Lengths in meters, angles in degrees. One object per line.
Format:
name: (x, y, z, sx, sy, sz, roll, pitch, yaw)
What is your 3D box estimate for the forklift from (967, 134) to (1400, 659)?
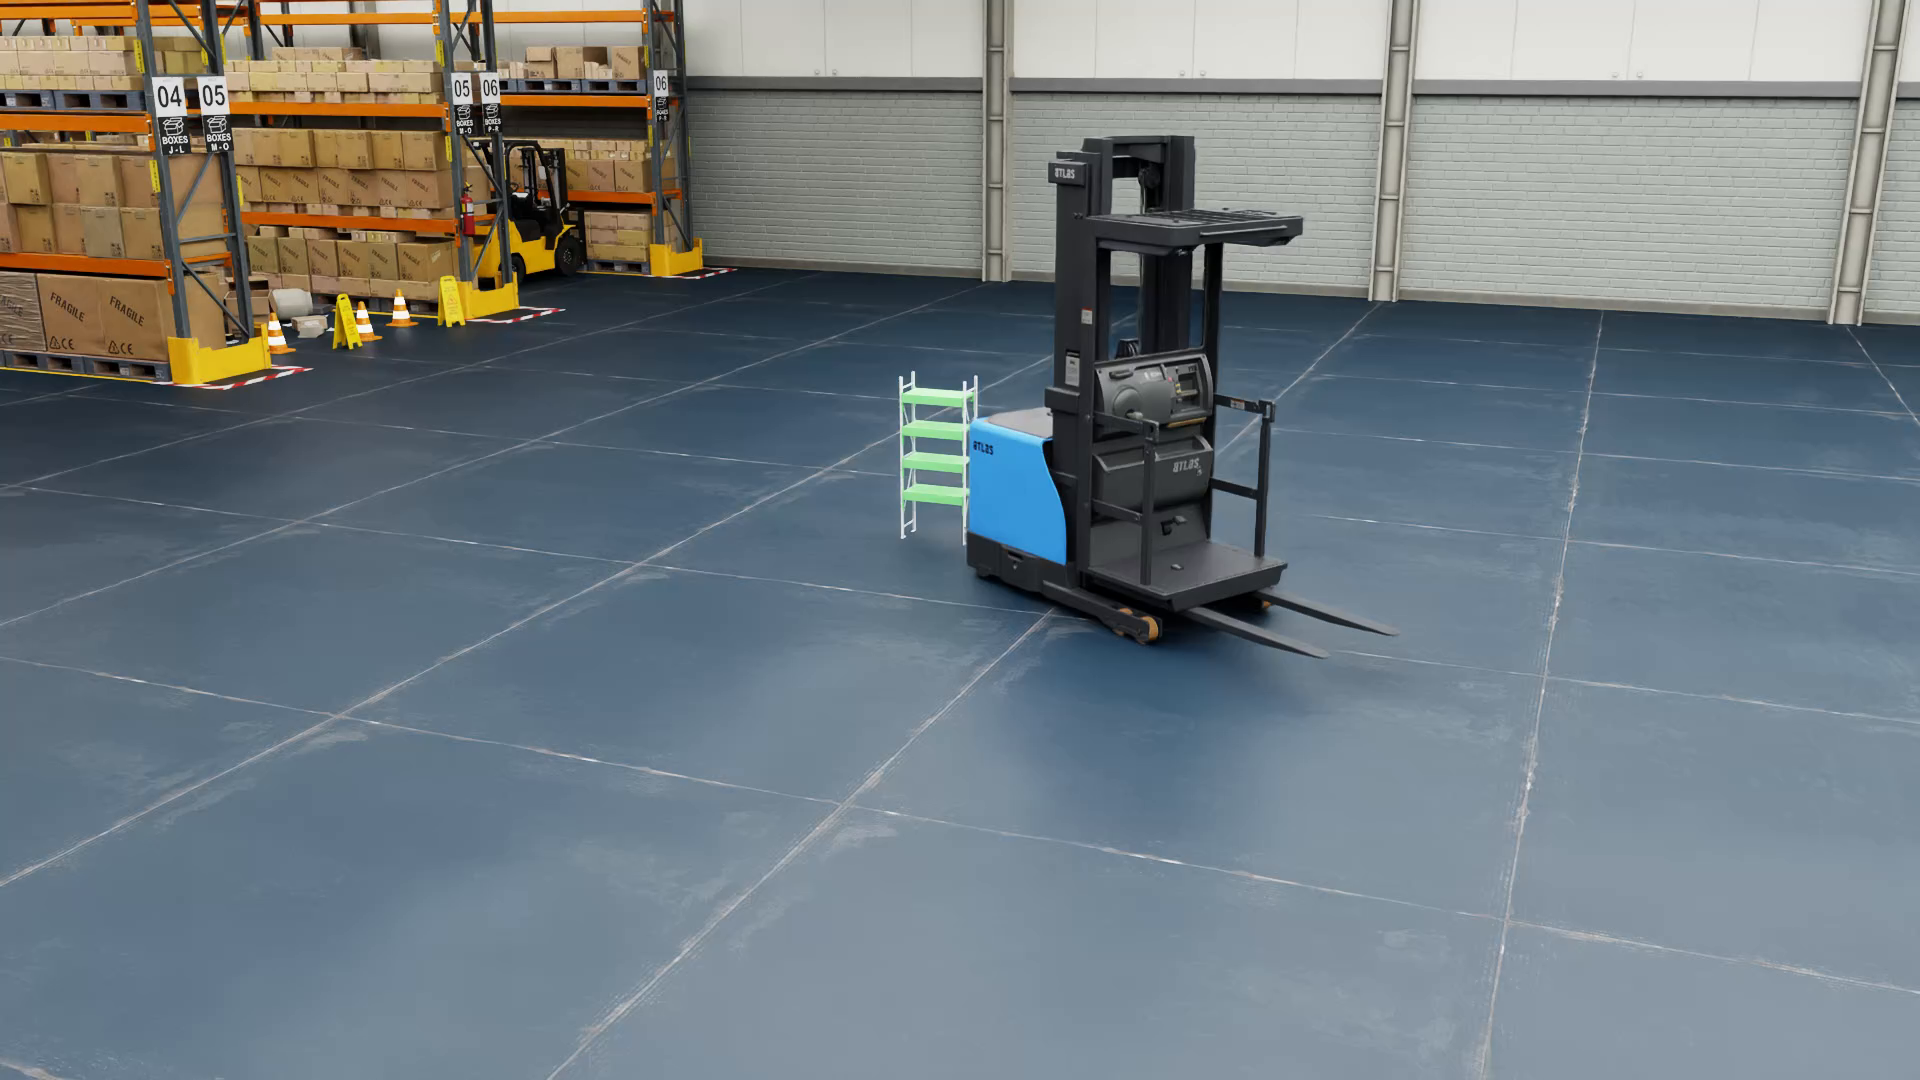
forklift: (1.342, -0.937, 10.145, 1.130, 2.935, 3.031, -12, 20, -36)

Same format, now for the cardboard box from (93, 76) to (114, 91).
cardboard box: (-8.887, -4.822, 17.542, 0.250, 0.149, 0.380, 6, 17, 21)

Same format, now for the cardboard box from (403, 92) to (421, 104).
cardboard box: (-7.175, -5.875, 22.102, 0.250, 0.149, 0.380, 6, 17, 21)

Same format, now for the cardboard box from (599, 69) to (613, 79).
cardboard box: (-5.561, -7.438, 26.552, 0.250, 0.149, 0.380, 6, 17, 19)

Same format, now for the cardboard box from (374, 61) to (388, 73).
cardboard box: (-7.607, -6.333, 22.247, 0.250, 0.149, 0.380, 6, 17, 21)

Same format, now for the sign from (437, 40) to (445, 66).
sign: (-6.719, -6.299, 21.521, 0.005, 0.325, 0.100, 6, 17, 21)

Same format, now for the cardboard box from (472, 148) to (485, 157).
cardboard box: (-7.958, -6.504, 27.855, 0.250, 0.149, 0.380, 7, 17, 22)

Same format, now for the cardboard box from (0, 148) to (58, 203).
cardboard box: (-10.603, -4.117, 18.768, 0.550, 0.550, 0.875, 6, 17, 21)

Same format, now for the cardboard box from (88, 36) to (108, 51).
cardboard box: (-8.889, -5.205, 17.431, 0.250, 0.149, 0.380, 6, 17, 21)

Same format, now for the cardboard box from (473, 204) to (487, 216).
cardboard box: (-6.737, -4.542, 22.891, 0.250, 0.149, 0.380, 6, 17, 21)

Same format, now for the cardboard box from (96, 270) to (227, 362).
cardboard box: (-8.874, -2.514, 18.511, 0.875, 0.875, 0.875, 6, 17, 21)

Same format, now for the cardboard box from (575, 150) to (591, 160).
cardboard box: (-6.064, -6.289, 27.114, 0.250, 0.149, 0.380, 6, 17, 19)

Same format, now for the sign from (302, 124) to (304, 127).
sign: (-11.920, -7.381, 30.142, 0.005, 0.325, 0.100, 6, 17, 21)

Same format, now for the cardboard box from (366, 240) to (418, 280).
cardboard box: (-7.824, -3.883, 23.002, 0.500, 0.500, 0.500, 7, 18, 23)

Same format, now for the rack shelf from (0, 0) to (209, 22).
rack shelf: (-10.079, -5.829, 18.118, 4.000, 0.370, 1.077, 6, 17, 21)

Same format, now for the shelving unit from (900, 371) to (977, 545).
shelving unit: (-0.154, -0.593, 12.065, 0.503, 1.200, 0.258, 6, 17, 21)

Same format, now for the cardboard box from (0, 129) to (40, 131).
cardboard box: (-17.844, -7.660, 31.571, 0.500, 0.500, 0.500, 7, 18, 22)

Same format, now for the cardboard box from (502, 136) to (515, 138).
cardboard box: (-7.774, -6.783, 28.283, 0.250, 0.149, 0.380, 6, 17, 19)

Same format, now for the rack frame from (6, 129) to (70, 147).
rack frame: (-13.939, -5.393, 25.370, 0.127, 3.000, 1.000, 6, 17, 21)

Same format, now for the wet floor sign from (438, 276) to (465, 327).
wet floor sign: (-6.713, -3.147, 21.857, 0.232, 0.644, 0.267, 14, 21, 40)

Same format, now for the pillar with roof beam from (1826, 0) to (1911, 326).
pillar with roof beam: (10.169, -6.091, 17.013, 0.400, 9.000, 9.100, 6, 17, 21)

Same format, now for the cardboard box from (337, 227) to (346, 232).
cardboard box: (-10.935, -5.610, 29.623, 0.625, 0.625, 0.875, 7, 18, 22)

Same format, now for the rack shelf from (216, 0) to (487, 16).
rack shelf: (-8.357, -7.313, 22.520, 4.000, 0.370, 1.077, 6, 17, 21)

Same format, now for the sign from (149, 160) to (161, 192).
sign: (-8.431, -3.811, 17.419, 0.005, 0.325, 0.100, 6, 17, 21)

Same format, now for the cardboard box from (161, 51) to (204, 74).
cardboard box: (-8.574, -5.157, 17.982, 0.500, 0.250, 0.500, 6, 17, 21)

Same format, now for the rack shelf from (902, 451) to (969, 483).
rack shelf: (-0.154, -0.532, 12.083, 0.480, 0.148, 0.258, 6, 17, 21)

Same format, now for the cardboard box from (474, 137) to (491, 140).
cardboard box: (-7.929, -6.666, 27.878, 0.250, 0.149, 0.380, 7, 17, 21)

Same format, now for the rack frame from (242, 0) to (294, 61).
rack frame: (-12.121, -9.562, 28.970, 0.127, 3.000, 1.000, 6, 17, 21)

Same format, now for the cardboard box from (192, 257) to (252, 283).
cardboard box: (-10.707, -3.977, 24.451, 0.625, 0.372, 0.950, 7, 17, 21)

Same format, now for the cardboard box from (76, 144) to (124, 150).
cardboard box: (-12.621, -5.575, 24.533, 0.500, 0.500, 0.500, 7, 17, 22)

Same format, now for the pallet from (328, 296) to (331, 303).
pallet: (-9.580, -3.585, 24.144, 1.213, 0.211, 1.003, 6, 17, 21)

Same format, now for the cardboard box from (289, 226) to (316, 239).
cardboard box: (-9.195, -4.326, 23.364, 0.250, 0.149, 0.380, 7, 18, 23)

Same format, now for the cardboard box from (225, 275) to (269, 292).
cardboard box: (-9.720, -3.322, 22.716, 0.500, 0.500, 0.500, -9, 18, -27)

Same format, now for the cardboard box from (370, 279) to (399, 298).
cardboard box: (-7.826, -3.524, 23.110, 0.500, 0.250, 0.500, 6, 17, 21)

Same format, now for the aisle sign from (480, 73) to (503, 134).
aisle sign: (-6.325, -5.897, 22.444, 0.004, 0.787, 0.394, 6, 17, 21)

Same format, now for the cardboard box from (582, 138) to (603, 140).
cardboard box: (-6.082, -6.615, 27.705, 0.250, 0.149, 0.380, 6, 17, 19)

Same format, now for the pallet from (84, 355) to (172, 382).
pallet: (-8.991, -2.003, 18.694, 1.213, 0.211, 1.003, 6, 17, 21)

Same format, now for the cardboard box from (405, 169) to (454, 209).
cardboard box: (-7.103, -4.750, 22.441, 0.500, 0.500, 0.500, 6, 17, 20)

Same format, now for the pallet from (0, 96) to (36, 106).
pallet: (-11.183, -5.001, 18.800, 1.213, 0.211, 1.003, 6, 17, 21)

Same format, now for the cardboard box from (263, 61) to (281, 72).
cardboard box: (-9.315, -6.488, 22.781, 0.250, 0.149, 0.380, 6, 17, 20)

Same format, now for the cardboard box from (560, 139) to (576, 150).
cardboard box: (-6.313, -6.451, 27.139, 0.250, 0.149, 0.380, 7, 17, 22)

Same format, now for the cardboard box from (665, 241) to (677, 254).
cardboard box: (-5.064, -4.845, 27.660, 0.500, 0.250, 0.500, 6, 17, 21)

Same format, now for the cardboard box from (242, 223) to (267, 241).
cardboard box: (-12.593, -5.670, 30.053, 0.500, 0.500, 0.500, 7, 18, 22)

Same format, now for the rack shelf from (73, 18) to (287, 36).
rack shelf: (-13.981, -9.229, 29.830, 4.000, 0.370, 1.077, 6, 17, 21)

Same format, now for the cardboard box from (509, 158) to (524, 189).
cardboard box: (-7.121, -6.106, 27.647, 0.500, 0.500, 0.500, 6, 17, 20)

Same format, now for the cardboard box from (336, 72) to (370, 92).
cardboard box: (-8.023, -6.172, 22.409, 0.500, 0.250, 0.500, 7, 18, 22)

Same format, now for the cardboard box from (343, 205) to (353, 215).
cardboard box: (-8.338, -4.598, 23.083, 0.250, 0.149, 0.380, 6, 17, 21)

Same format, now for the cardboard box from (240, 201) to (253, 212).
cardboard box: (-10.042, -4.748, 23.598, 0.250, 0.149, 0.380, 6, 17, 20)

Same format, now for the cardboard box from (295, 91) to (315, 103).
cardboard box: (-8.851, -6.054, 22.716, 0.250, 0.149, 0.380, 6, 17, 20)

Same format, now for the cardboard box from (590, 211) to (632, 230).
cardboard box: (-5.699, -5.241, 27.231, 0.500, 0.250, 0.500, 7, 17, 22)

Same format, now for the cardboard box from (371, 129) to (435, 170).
cardboard box: (-7.520, -5.295, 22.527, 0.500, 0.500, 0.700, 6, 17, 21)
